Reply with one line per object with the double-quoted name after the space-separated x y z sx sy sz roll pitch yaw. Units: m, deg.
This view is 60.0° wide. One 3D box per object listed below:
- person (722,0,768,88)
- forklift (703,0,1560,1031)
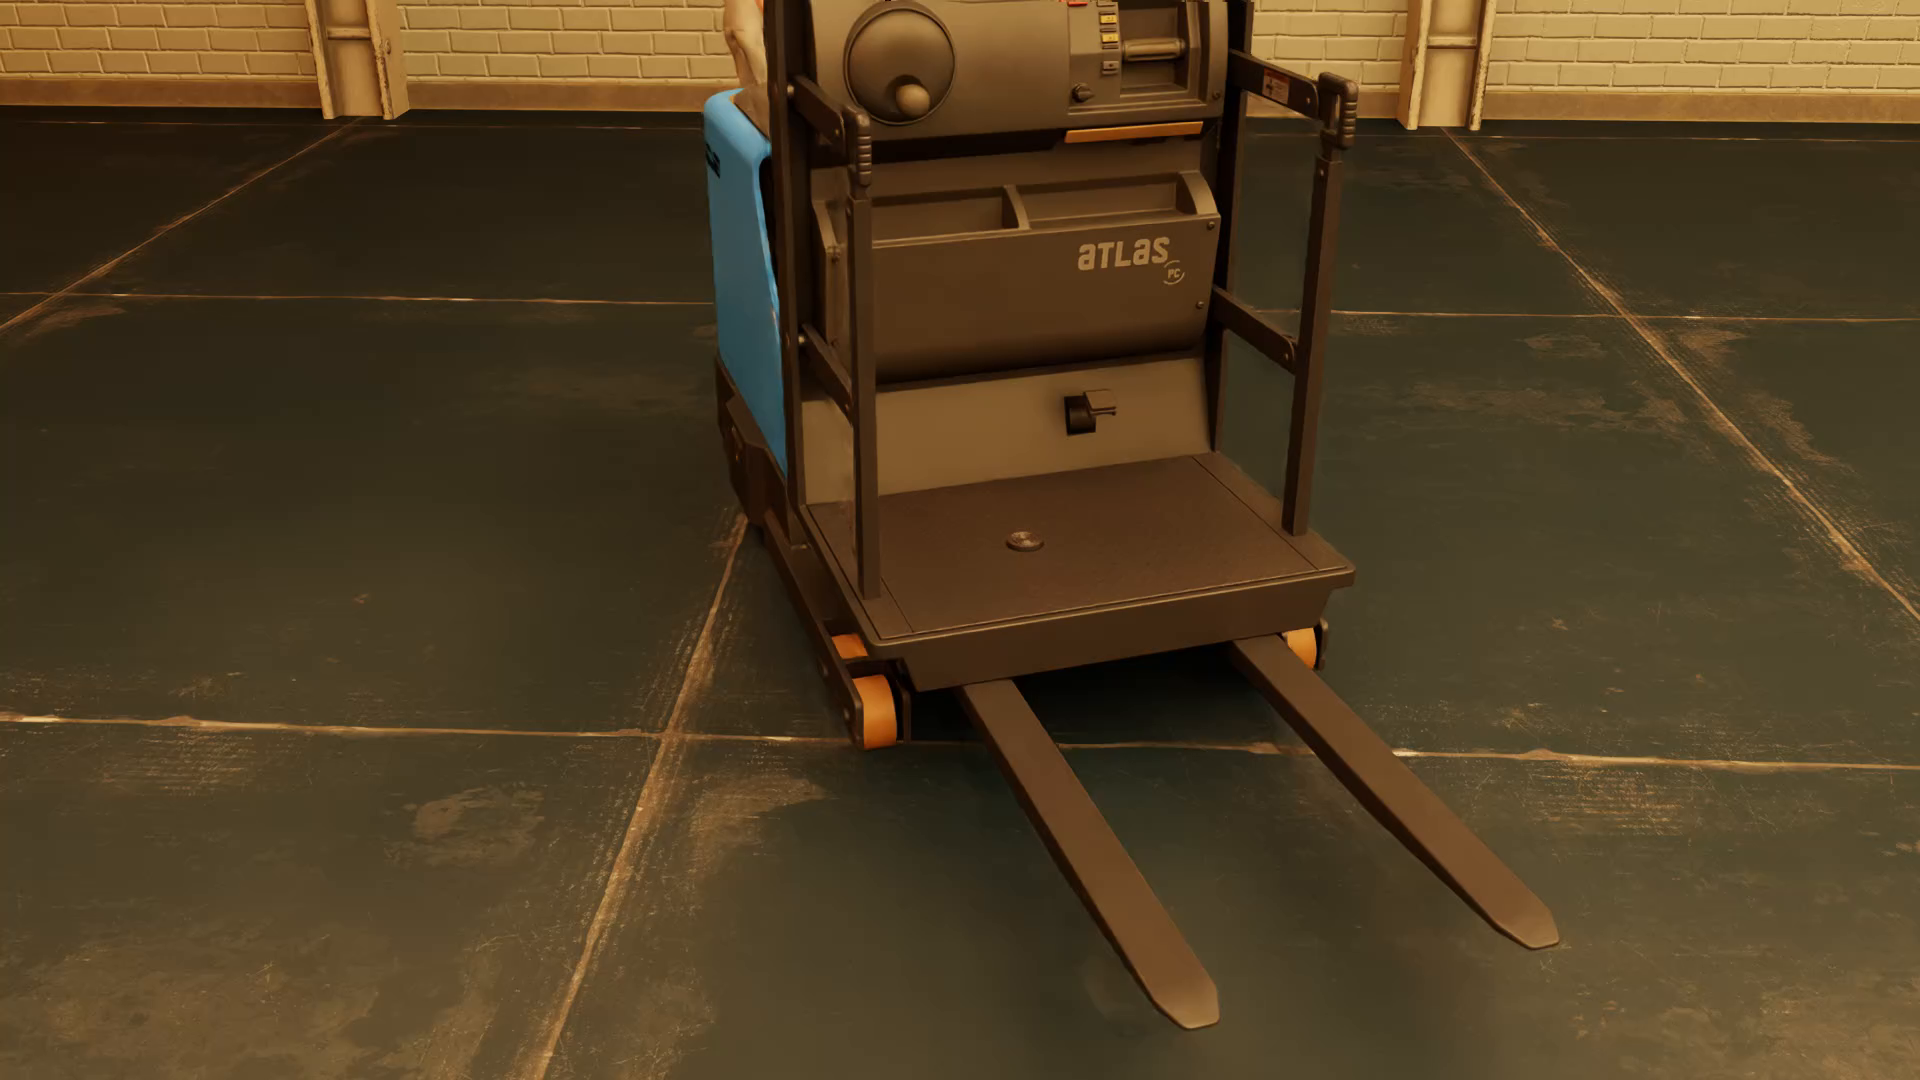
-0.775 -2.094 6.955 0.457 1.606 0.621 -11 28 -22 "person"
0.199 -1.057 3.351 1.130 2.935 3.031 -8 27 -16 "forklift"
